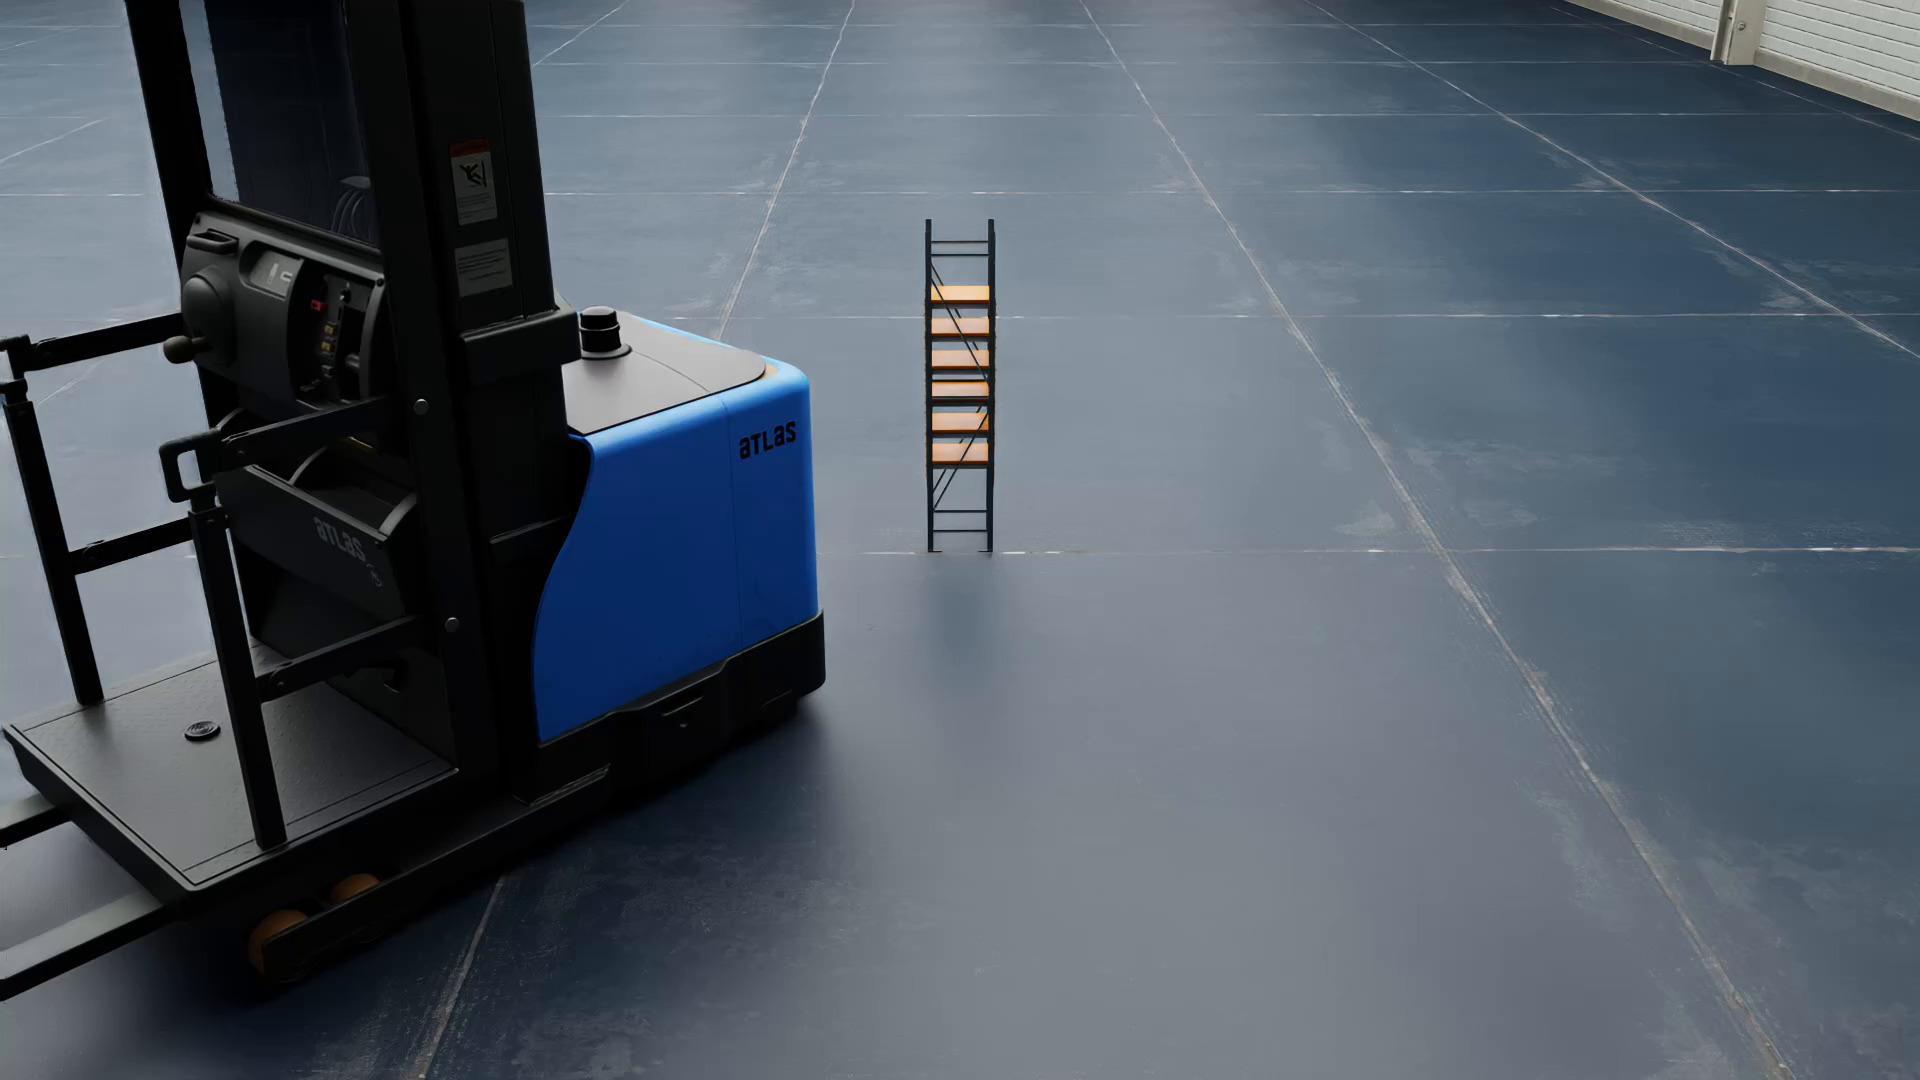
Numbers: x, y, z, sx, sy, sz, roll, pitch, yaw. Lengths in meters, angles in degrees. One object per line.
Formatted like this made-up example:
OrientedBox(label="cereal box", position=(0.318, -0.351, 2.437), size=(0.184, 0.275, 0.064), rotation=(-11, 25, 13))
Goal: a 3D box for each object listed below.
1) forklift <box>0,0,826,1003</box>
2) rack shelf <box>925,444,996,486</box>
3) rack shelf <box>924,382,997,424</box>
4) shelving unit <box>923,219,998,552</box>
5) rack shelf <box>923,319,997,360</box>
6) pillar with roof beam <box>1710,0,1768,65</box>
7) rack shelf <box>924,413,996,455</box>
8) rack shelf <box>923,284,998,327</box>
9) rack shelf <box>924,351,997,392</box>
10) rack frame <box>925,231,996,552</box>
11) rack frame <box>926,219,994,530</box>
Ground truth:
OrientedBox(label="forklift", position=(-1.774, -0.526, 3.856), size=(1.130, 2.935, 3.031), rotation=(20, 31, 38))
OrientedBox(label="rack shelf", position=(0.000, -0.282, 6.107), size=(0.258, 0.103, 0.180), rotation=(0, 24, -1))
OrientedBox(label="rack shelf", position=(0.000, -0.500, 6.008), size=(0.258, 0.103, 0.180), rotation=(0, 24, -1))
OrientedBox(label="shelving unit", position=(0.000, -0.541, 5.990), size=(0.258, 1.200, 0.189), rotation=(0, 24, -1))
OrientedBox(label="rack shelf", position=(0.000, -0.719, 5.909), size=(0.258, 0.103, 0.180), rotation=(0, 24, -1))
OrientedBox(label="pillar with roof beam", position=(3.669, -9.015, 15.262), size=(9.100, 9.000, 0.400), rotation=(0, 24, -1))
OrientedBox(label="rack shelf", position=(0.000, -0.391, 6.057), size=(0.258, 0.103, 0.180), rotation=(0, 24, -1))
OrientedBox(label="rack shelf", position=(0.000, -0.828, 5.860), size=(0.258, 0.103, 0.180), rotation=(0, 24, -1))
OrientedBox(label="rack shelf", position=(0.000, -0.610, 5.958), size=(0.258, 0.103, 0.180), rotation=(0, 24, -1))
OrientedBox(label="rack frame", position=(0.001, -0.503, 5.906), size=(0.240, 1.200, 0.006), rotation=(0, 24, -1))
OrientedBox(label="rack frame", position=(-0.001, -0.578, 6.073), size=(0.240, 1.200, 0.006), rotation=(0, 24, -1))
